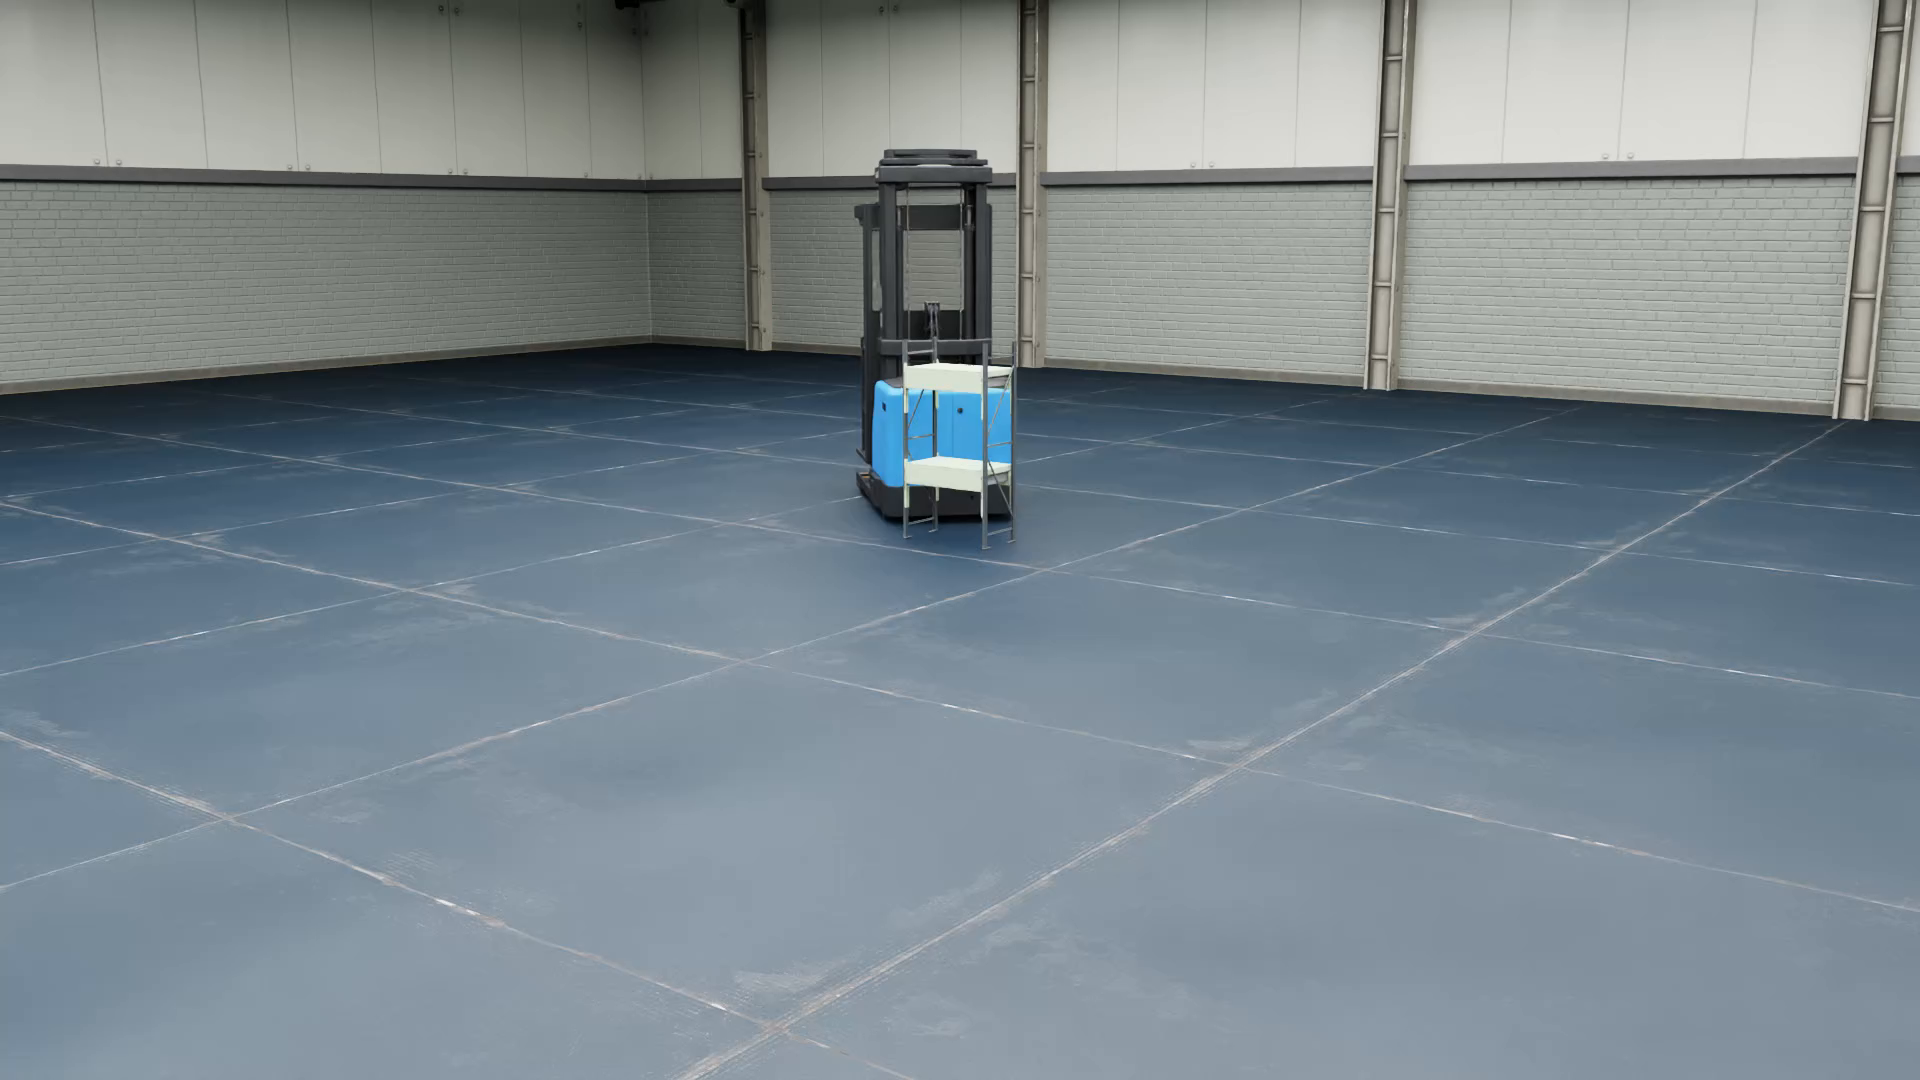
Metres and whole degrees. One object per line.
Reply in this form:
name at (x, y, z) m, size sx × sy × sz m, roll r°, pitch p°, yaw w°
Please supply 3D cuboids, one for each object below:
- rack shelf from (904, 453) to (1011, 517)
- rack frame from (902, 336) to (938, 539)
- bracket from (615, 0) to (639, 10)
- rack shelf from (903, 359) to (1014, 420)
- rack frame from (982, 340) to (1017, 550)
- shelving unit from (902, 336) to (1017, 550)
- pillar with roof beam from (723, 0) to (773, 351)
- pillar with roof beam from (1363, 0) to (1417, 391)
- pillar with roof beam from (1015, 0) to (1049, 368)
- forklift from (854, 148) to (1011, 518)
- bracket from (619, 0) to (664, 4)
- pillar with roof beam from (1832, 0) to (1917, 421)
rack shelf at (-0.005, -0.417, 12.453) m, size 0.720 × 0.370 × 0.431 m, roll 8°, pitch 13°, yaw 36°
rack frame at (-0.300, -0.778, 12.604) m, size 0.023 × 1.500 × 0.400 m, roll 8°, pitch 13°, yaw 36°
bracket at (-6.148, -9.942, 30.752) m, size 0.430 × 0.232 × 0.235 m, roll 8°, pitch 13°, yaw 36°
rack shelf at (-0.005, -1.120, 12.317) m, size 0.720 × 0.370 × 0.431 m, roll 8°, pitch 13°, yaw 36°
rack frame at (0.290, -0.696, 12.178) m, size 0.023 × 1.500 × 0.400 m, roll 8°, pitch 13°, yaw 36°
shelving unit at (-0.005, -0.737, 12.391) m, size 0.755 × 1.500 × 0.431 m, roll 8°, pitch 13°, yaw 36°
pillar with roof beam at (-6.242, -7.257, 26.350) m, size 0.548 × 9.000 × 9.100 m, roll 8°, pitch 13°, yaw 36°
pillar with roof beam at (3.430, -5.908, 19.376) m, size 0.400 × 9.000 × 9.100 m, roll 8°, pitch 13°, yaw 36°
pillar with roof beam at (-1.406, -6.583, 22.863) m, size 0.400 × 9.000 × 9.100 m, roll 8°, pitch 13°, yaw 36°
forklift at (-0.315, -1.846, 14.353) m, size 1.130 × 2.935 × 3.031 m, roll -2°, pitch 11°, yaw -10°
bracket at (-5.672, -9.876, 30.409) m, size 3.189 × 0.066 × 0.076 m, roll 8°, pitch 13°, yaw 36°
pillar with roof beam at (8.266, -5.233, 15.889) m, size 0.400 × 9.000 × 9.100 m, roll 8°, pitch 13°, yaw 36°
